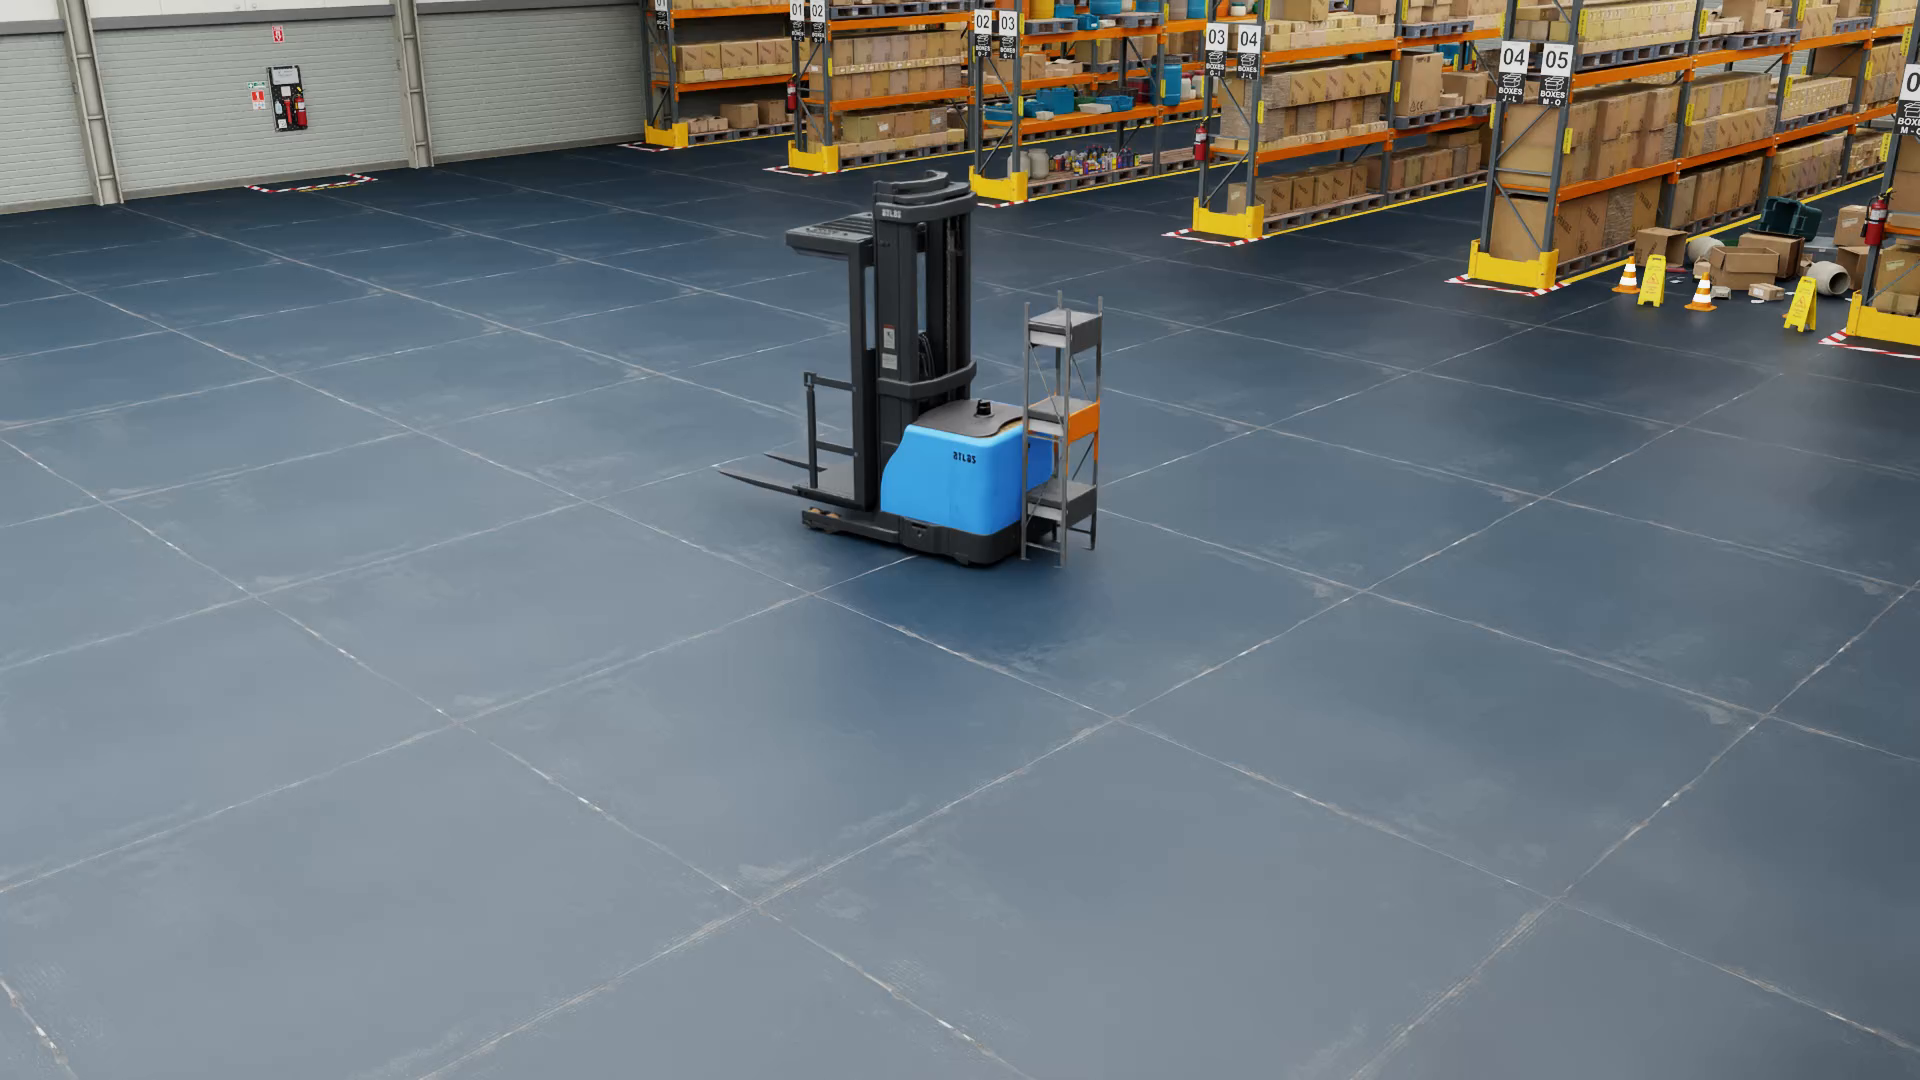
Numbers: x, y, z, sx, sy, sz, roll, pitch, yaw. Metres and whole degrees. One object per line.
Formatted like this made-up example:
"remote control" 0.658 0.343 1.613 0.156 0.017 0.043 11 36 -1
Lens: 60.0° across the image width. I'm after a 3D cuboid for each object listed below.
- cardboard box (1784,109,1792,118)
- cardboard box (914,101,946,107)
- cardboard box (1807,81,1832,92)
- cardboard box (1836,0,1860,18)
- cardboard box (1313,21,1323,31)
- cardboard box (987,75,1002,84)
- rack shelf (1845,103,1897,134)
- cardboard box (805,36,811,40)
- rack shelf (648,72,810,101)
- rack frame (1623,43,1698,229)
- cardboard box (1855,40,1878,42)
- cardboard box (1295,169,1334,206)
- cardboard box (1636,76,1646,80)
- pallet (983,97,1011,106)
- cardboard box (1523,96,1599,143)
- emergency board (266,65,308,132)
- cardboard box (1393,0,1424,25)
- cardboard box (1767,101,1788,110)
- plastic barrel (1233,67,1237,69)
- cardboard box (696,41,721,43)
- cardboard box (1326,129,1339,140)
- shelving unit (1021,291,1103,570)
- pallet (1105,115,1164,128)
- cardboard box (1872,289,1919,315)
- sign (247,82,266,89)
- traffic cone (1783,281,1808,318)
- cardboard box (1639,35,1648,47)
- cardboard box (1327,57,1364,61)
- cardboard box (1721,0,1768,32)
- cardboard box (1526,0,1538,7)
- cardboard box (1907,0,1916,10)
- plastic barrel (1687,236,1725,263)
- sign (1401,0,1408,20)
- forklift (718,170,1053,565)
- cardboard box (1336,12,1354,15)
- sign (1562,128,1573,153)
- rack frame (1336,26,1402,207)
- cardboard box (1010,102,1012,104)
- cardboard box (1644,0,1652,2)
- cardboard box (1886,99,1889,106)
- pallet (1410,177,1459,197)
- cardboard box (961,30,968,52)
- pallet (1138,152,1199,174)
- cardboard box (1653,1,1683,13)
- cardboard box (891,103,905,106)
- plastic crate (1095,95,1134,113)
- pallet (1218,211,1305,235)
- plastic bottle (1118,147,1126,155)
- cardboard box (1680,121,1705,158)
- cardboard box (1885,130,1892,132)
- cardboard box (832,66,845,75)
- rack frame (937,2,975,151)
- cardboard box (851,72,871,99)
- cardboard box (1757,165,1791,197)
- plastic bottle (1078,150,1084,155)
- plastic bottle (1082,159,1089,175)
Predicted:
"cardboard box" 13.919 -7.284 28.336 0.250 0.149 0.380 -18 28 -39
"cardboard box" -0.642 -9.013 35.272 0.500 0.500 0.500 19 28 41
"cardboard box" 15.199 -8.039 29.472 0.380 0.149 0.250 18 27 39
"cardboard box" 15.722 -9.673 29.881 0.700 0.500 0.500 19 28 41
"cardboard box" 5.500 -8.138 26.265 0.380 0.149 0.250 18 27 38
"cardboard box" 0.670 -9.851 35.599 0.380 0.149 0.250 19 28 41
"rack shelf" 17.460 -8.278 32.161 1.077 0.370 4.000 19 28 41
"cardboard box" -3.267 -11.404 38.539 0.700 0.500 0.500 19 28 41
"rack shelf" -5.041 -10.180 37.109 1.077 0.370 4.000 19 28 41
"rack frame" 10.484 -6.044 25.344 1.000 3.000 0.127 19 28 41
"cardboard box" 17.273 -9.340 31.974 0.500 0.500 0.500 18 28 39
"cardboard box" 5.922 -5.919 27.919 0.500 0.500 0.500 16 26 36
"cardboard box" 14.155 -9.877 35.113 0.500 0.250 0.500 19 28 41
"pallet" 0.599 -11.253 42.784 1.003 0.211 1.213 19 28 41
"cardboard box" 8.298 -5.840 23.099 0.875 0.550 0.550 19 28 41
"emergency board" -12.505 -8.230 31.034 0.194 1.169 0.643 19 28 41
"cardboard box" 7.400 -9.051 28.259 0.797 0.503 0.637 18 27 38
"cardboard box" 13.755 -7.363 28.128 0.250 0.149 0.380 -19 28 -40
"plastic barrel" 5.678 -9.313 33.695 0.421 0.512 0.421 0 21 0
"cardboard box" -5.544 -10.727 36.664 0.500 0.500 0.500 18 28 39
"cardboard box" 6.005 -6.683 27.358 0.380 0.149 0.250 19 28 41
"shelving unit" 0.798 -0.858 13.108 0.431 2.100 0.503 14 25 31
"pallet" 4.095 -10.012 39.557 1.003 0.211 1.213 19 28 41
"cardboard box" 11.699 -2.996 20.663 0.500 0.250 0.500 19 28 40
"sign" -12.955 -8.377 30.627 0.001 0.109 0.331 19 28 41
"traffic cone" 10.686 -3.052 21.096 0.336 0.463 0.334 19 28 41
"cardboard box" 9.395 -7.003 23.285 0.380 0.149 0.250 19 28 40
"cardboard box" 6.505 -7.911 28.256 0.500 0.500 0.500 19 28 41
"cardboard box" 12.262 -8.244 26.025 0.500 0.500 0.500 19 28 41
"cardboard box" 10.704 -10.401 31.775 0.500 0.500 0.500 -18 28 -39
"cardboard box" 17.641 -10.120 31.282 0.500 0.250 0.500 18 27 38
"plastic barrel" 10.792 -4.165 24.049 0.421 0.421 0.512 -2 21 -5
"sign" 7.395 -8.819 27.663 0.100 0.325 0.005 19 28 41
"forklift" -0.725 -1.563 13.783 3.031 2.935 1.130 14 25 32
"cardboard box" 6.416 -8.735 27.820 0.380 0.149 0.250 18 27 38
"sign" 8.087 -5.316 22.134 0.100 0.325 0.005 19 28 41
"rack frame" 7.001 -7.311 28.642 1.000 3.000 0.127 19 28 41
"cardboard box" 1.403 -9.665 37.232 0.500 0.311 0.500 18 28 39
"cardboard box" 9.987 -7.933 24.593 0.380 0.149 0.250 20 28 41
"cardboard box" 17.535 -8.405 31.838 0.250 0.149 0.380 -19 28 -40
"pallet" 8.394 -6.525 30.483 1.003 0.211 1.213 19 28 41
"cardboard box" 0.039 -12.446 41.421 0.500 0.500 0.500 -19 28 -40
"pallet" 3.972 -7.461 32.918 1.003 0.211 1.213 19 28 41
"cardboard box" 10.105 -7.638 23.826 0.380 0.149 0.250 19 28 41
"cardboard box" -1.763 -10.795 40.578 0.700 0.500 0.500 19 28 41
"plastic crate" 2.875 -8.129 30.977 0.499 0.251 0.616 19 28 41
"pallet" 4.856 -5.201 27.038 1.003 0.211 1.213 19 28 41
"plastic bottle" 3.106 -7.318 31.739 0.144 0.351 0.185 19 28 41
"cardboard box" 11.044 -6.158 25.503 0.500 0.500 0.500 20 28 41
"cardboard box" 18.668 -8.072 33.180 0.380 0.149 0.250 20 28 41
"cardboard box" -2.457 -9.159 32.408 0.380 0.149 0.250 19 28 40
"rack frame" -0.094 -9.791 35.095 1.000 3.000 0.127 19 28 41
"cardboard box" -2.187 -9.063 33.060 0.500 0.500 0.700 -19 28 -41
"cardboard box" 13.951 -6.219 28.700 0.500 0.500 0.500 18 27 38
"plastic bottle" 2.315 -7.304 31.796 0.133 0.283 0.061 -19 28 -40
"plastic bottle" 2.321 -6.901 30.749 0.133 0.283 0.061 -20 28 -41
